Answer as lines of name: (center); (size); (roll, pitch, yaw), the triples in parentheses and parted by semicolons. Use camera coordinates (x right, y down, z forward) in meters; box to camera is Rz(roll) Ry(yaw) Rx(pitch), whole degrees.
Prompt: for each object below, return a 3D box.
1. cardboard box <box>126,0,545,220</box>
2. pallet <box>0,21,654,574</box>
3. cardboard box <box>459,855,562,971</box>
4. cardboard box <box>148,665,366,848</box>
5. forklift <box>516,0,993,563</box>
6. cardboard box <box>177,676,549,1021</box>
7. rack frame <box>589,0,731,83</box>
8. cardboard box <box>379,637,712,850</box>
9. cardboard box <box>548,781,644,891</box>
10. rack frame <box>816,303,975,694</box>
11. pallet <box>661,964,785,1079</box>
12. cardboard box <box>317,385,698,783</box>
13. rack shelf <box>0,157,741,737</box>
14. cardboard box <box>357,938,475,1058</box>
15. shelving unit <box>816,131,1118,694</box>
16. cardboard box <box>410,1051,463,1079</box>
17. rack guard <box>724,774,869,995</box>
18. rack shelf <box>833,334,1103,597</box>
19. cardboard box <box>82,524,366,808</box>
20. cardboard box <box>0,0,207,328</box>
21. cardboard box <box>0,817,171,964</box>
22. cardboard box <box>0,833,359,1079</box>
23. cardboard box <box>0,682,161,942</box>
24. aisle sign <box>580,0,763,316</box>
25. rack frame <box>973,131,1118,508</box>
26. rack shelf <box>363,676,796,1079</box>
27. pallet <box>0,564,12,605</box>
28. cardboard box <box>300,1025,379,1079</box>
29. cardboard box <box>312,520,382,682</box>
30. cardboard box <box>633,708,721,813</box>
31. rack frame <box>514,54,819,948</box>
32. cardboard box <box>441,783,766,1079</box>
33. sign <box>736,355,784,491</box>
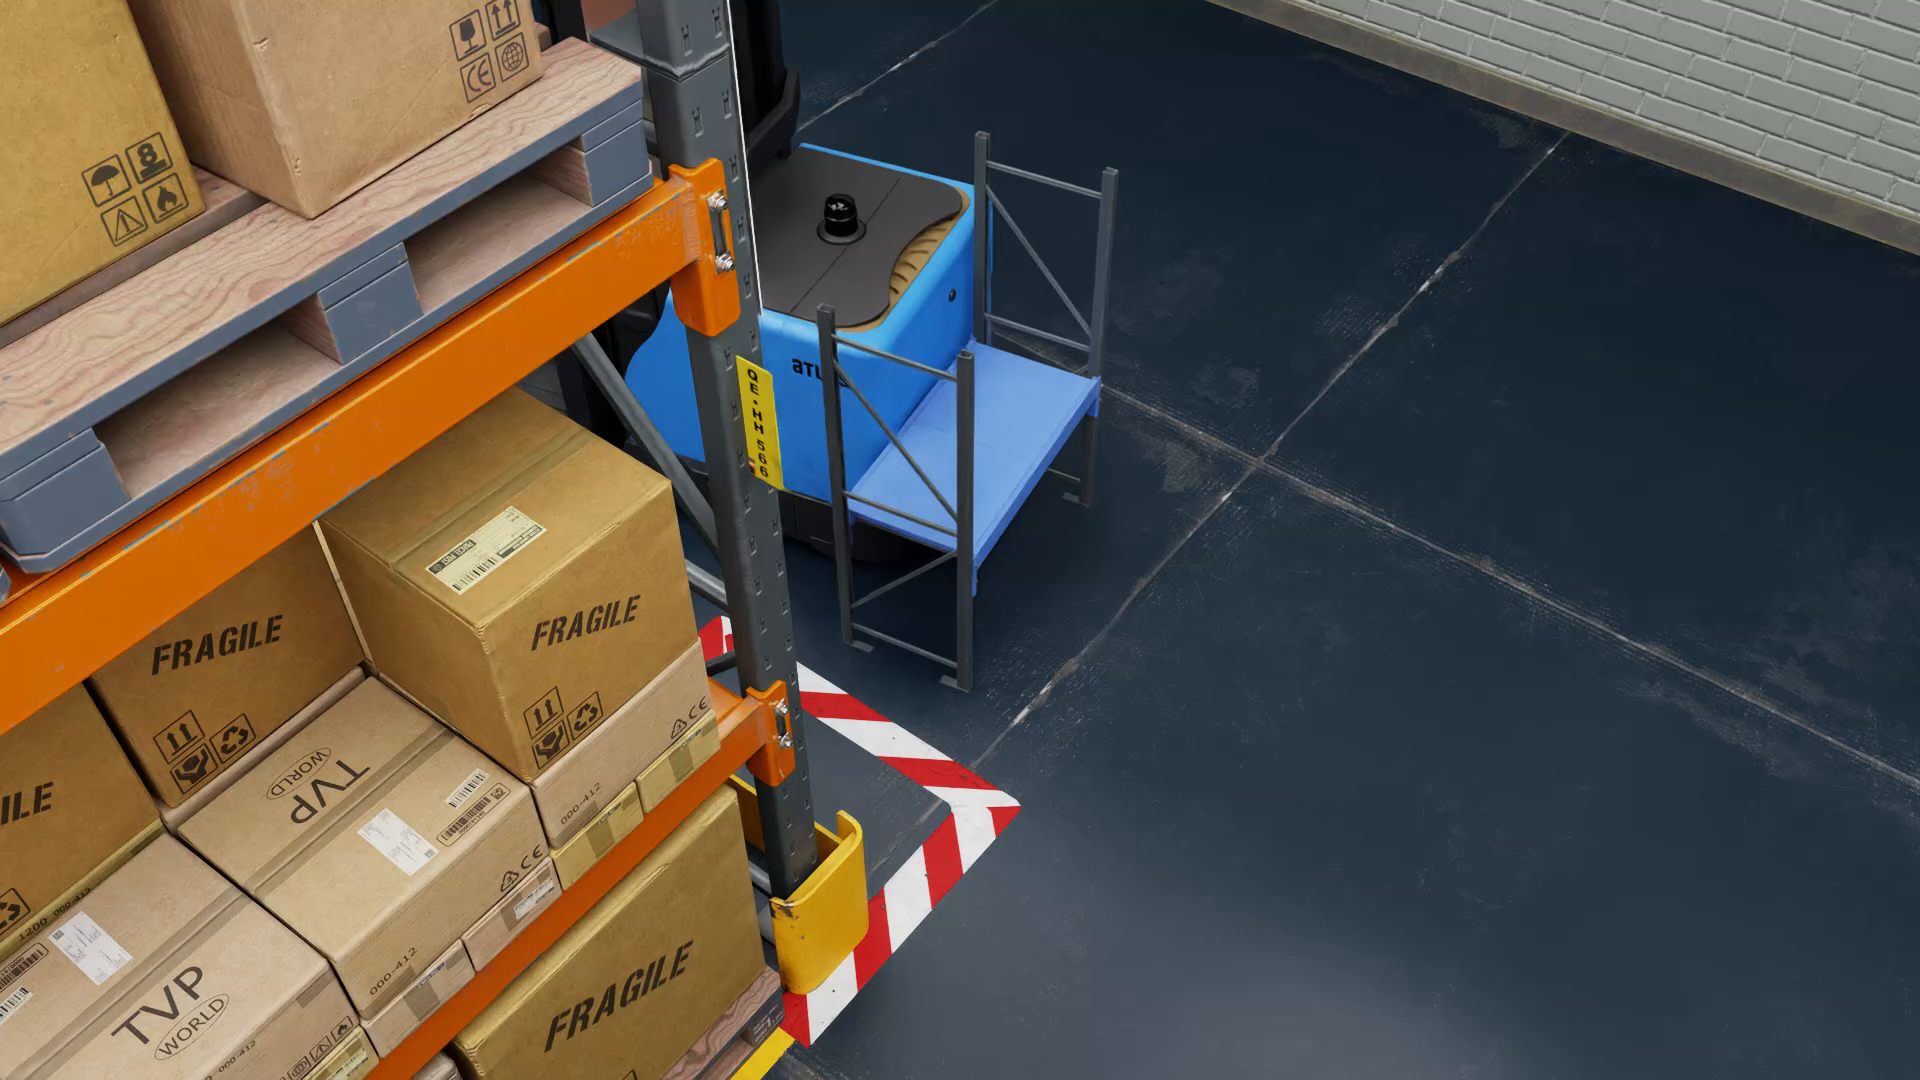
cardboard box: (-1.111, -0.934, 2.564); (0.700, 0.500, 0.500); (26, 52, 23)
pallet: (-1.281, -0.581, 2.718); (1.003, 0.211, 1.213); (29, 53, 25)
cardboard box: (-1.106, 0.725, 3.657); (0.380, 0.149, 0.250); (29, 53, 25)
cardboard box: (-1.655, 0.400, 3.691); (0.500, 0.250, 0.500); (29, 53, 25)
forklift: (-1.431, -1.642, 5.791); (3.031, 2.935, 1.130); (18, 49, 16)
cardboard box: (-1.233, 0.629, 3.473); (0.500, 0.250, 0.500); (28, 53, 24)
rack frame: (-0.836, -2.077, 2.011); (1.000, 3.000, 0.127); (29, 53, 25)
cardboard box: (-0.922, 0.339, 3.750); (0.500, 0.250, 0.500); (28, 53, 24)
cardboard box: (-0.951, 0.581, 3.794); (0.380, 0.149, 0.250); (30, 53, 25)
rack frame: (-0.187, -0.080, 5.289); (0.500, 1.500, 0.032); (20, 50, 18)
pallet: (-1.263, 1.451, 4.718); (1.003, 0.211, 1.213); (29, 53, 25)
cardboard box: (-0.926, 0.080, 3.478); (0.500, 0.500, 0.500); (30, 53, 25)
rack shelf: (-2.059, 0.352, 2.262); (1.077, 0.370, 4.000); (29, 53, 25)
cardboard box: (-1.259, 0.867, 3.521); (0.380, 0.149, 0.250); (30, 53, 26)
shelving unit: (0.044, -0.407, 5.601); (0.538, 1.500, 1.048); (20, 50, 18)
cardboard box: (-1.720, 1.506, 3.916); (0.875, 0.875, 0.875); (29, 53, 25)
rack guard: (-0.821, 0.845, 5.097); (1.175, 0.500, 0.348); (29, 53, 25)
rack shelf: (0.044, -0.282, 5.731); (0.538, 0.185, 1.000); (20, 50, 18)
cardboard box: (-1.649, 0.127, 3.434); (0.500, 0.500, 0.500); (28, 52, 24)
cardboard box: (-1.551, -0.665, 2.308); (0.700, 0.500, 0.500); (27, 52, 24)
cardboard box: (-1.966, 0.686, 3.418); (0.500, 0.250, 0.500); (28, 52, 24)
cardboard box: (-1.544, 0.920, 3.194); (0.500, 0.250, 0.500); (27, 52, 24)
cardboard box: (-1.961, 0.426, 3.148); (0.500, 0.500, 0.500); (28, 52, 24)
aisle sign: (-0.554, -0.811, 3.153); (0.394, 0.787, 0.004); (29, 53, 25)
rack frame: (0.276, -0.734, 5.914); (0.500, 1.500, 0.032); (20, 50, 18)
rack shelf: (-2.059, 1.388, 3.347); (1.077, 0.370, 4.000); (29, 53, 25)
pallet: (-2.027, 0.120, 2.048); (1.003, 0.211, 1.213); (29, 53, 25)
cardboard box: (-1.416, 1.016, 3.378); (0.380, 0.149, 0.250); (28, 52, 24)
cardboard box: (-1.343, 0.100, 3.978); (0.500, 0.250, 0.500); (28, 52, 24)
cardboard box: (-0.793, 0.431, 3.937); (0.380, 0.149, 0.250); (30, 53, 26)
rack frame: (-0.836, -0.005, 4.180); (1.000, 3.000, 0.127); (29, 53, 25)
cardboard box: (-1.164, 0.986, 4.413); (0.875, 0.875, 0.875); (29, 53, 25)
sign: (-0.415, -0.239, 3.439); (0.100, 0.325, 0.005); (29, 53, 25)
